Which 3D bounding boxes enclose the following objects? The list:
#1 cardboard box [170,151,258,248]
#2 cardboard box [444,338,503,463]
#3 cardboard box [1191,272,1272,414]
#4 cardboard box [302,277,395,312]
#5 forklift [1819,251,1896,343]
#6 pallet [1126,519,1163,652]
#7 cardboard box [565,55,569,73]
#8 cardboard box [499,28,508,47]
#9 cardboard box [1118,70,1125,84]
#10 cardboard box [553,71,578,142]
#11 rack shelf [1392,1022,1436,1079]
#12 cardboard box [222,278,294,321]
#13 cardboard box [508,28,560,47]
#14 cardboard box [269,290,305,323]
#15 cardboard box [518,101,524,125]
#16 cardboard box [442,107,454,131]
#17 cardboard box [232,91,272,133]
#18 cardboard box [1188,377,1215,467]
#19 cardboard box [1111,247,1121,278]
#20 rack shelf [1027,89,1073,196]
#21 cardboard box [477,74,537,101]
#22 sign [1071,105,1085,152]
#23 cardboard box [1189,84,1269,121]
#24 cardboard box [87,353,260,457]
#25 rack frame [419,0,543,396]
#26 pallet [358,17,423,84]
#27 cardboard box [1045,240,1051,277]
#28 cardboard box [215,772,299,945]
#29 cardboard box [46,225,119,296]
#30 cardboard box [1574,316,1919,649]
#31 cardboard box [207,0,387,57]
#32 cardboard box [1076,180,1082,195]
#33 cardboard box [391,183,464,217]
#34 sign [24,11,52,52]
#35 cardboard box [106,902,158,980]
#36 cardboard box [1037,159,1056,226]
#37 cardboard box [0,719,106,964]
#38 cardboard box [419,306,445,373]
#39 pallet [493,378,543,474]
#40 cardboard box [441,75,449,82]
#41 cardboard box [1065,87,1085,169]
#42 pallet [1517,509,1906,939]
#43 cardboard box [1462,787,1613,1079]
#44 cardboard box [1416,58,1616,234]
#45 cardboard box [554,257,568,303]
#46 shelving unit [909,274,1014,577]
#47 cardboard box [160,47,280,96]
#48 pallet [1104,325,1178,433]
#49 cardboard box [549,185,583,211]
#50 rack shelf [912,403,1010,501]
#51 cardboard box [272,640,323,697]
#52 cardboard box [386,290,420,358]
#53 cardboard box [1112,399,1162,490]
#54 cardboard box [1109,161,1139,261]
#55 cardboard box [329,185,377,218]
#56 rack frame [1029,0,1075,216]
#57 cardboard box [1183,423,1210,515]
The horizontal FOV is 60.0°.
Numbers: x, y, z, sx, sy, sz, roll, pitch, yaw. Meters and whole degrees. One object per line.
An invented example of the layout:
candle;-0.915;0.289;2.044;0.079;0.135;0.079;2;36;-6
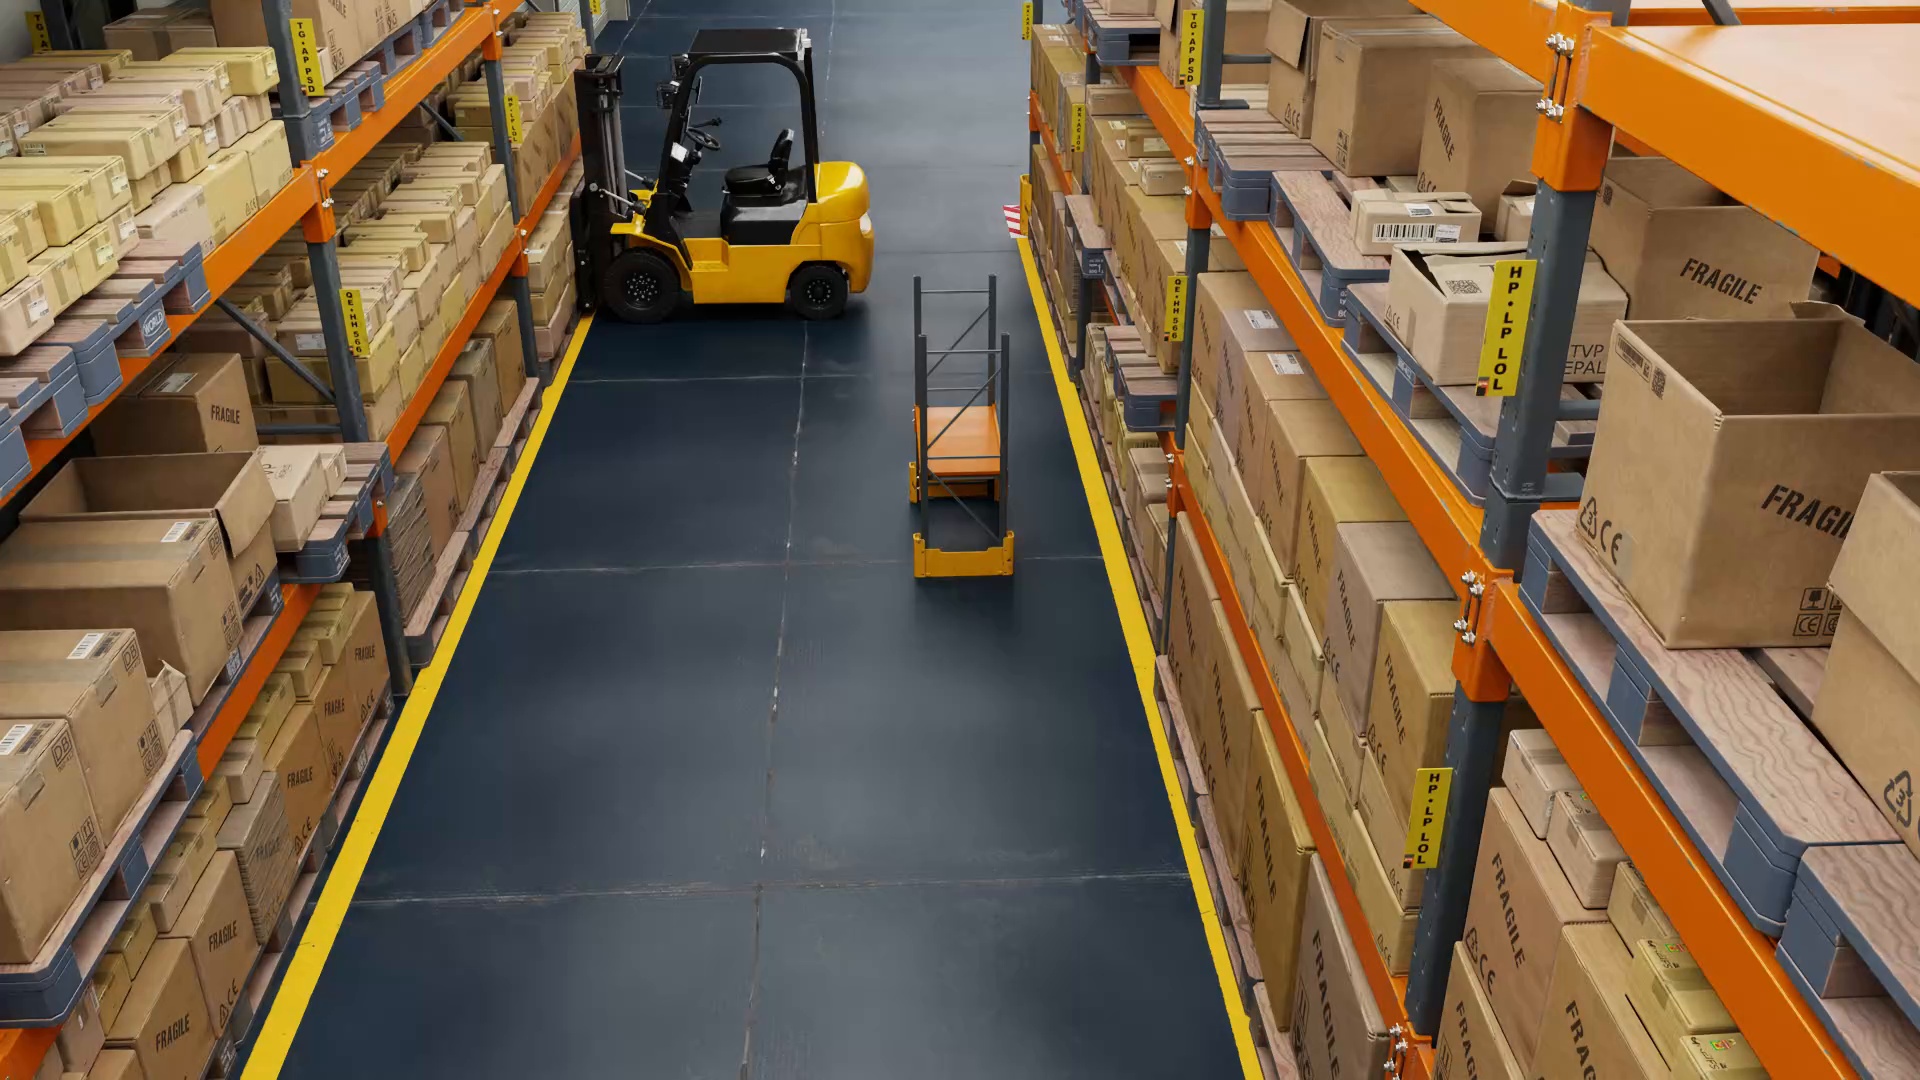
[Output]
cardboard box;-3.084;-1.324;6.462;0.500;0.250;0.500;-1;28;-2
cardboard box;-3.518;-0.905;10.855;0.875;0.625;0.625;-2;28;-3
cardboard box;1.358;-0.899;7.540;0.500;0.500;0.500;-2;28;-4
cardboard box;-3.157;-1.251;8.595;0.380;0.149;0.250;-1;28;-1
forklift;3.898;-0.768;8.553;1.130;2.935;3.031;1;28;2
pallet;1.537;0.231;9.580;1.003;0.211;1.213;-1;28;-3
cardboard box;-3.442;-3.921;13.714;0.380;0.149;0.250;-2;28;-4
cardboard box;-3.988;-4.163;13.858;0.380;0.149;0.250;-1;28;-2
cardboard box;1.556;-3.556;12.314;0.700;0.500;0.500;-1;28;-2
cardboard box;-3.465;-3.565;13.733;0.500;0.500;0.500;-2;28;-4
rack shelf;1.890;2.445;3.096;1.077;0.370;4.000;-1;28;-3
cardboard box;-3.677;-1.240;8.574;0.380;0.149;0.250;-1;28;-3
cardboard box;-3.545;-4.171;13.873;0.380;0.149;0.250;-1;28;-2
cardboard box;-3.710;-1.115;8.766;0.500;0.250;0.500;-1;28;-2
cardboard box;-3.399;-3.095;12.131;0.380;0.149;0.250;-1;28;-3
cardboard box;-3.915;-3.082;12.106;0.380;0.149;0.250;-1;28;-1
cardboard box;-3.121;-1.806;6.956;0.380;0.149;0.250;-1;28;-2
cardboard box;1.356;-0.560;7.702;0.500;0.250;0.500;-2;28;-3
cardboard box;1.121;-1.701;10.086;0.380;0.149;0.250;0;28;-1
rack shelf;1.263;-3.097;13.722;1.077;0.370;4.000;-1;28;-3
cardboard box;-3.346;-3.346;12.291;0.380;0.149;0.250;-1;28;-1
sign;0.826;-2.859;11.552;0.100;0.325;0.005;-1;28;-3
cardboard box;1.329;-2.118;8.096;0.380;0.149;0.250;-1;28;-3
cardboard box;-3.509;-0.512;7.426;0.500;0.500;0.500;0;28;0
rack frame;-3.589;-2.371;11.551;1.000;3.000;0.127;-1;28;-3
pallet;-3.566;-2.597;8.946;1.003;0.211;1.213;0;28;0
cardboard box;0.985;-2.440;14.203;0.500;0.250;0.500;0;28;1
cardboard box;-3.052;1.301;6.760;0.500;0.500;0.500;-2;28;-4
cardboard box;-2.850;-0.862;5.125;0.380;0.149;0.250;-1;28;-1
cardboard box;1.606;-0.126;3.333;0.500;0.500;0.500;-1;28;-2
cardboard box;-3.301;-2.699;8.267;0.700;0.500;0.500;-2;28;-4
cardboard box;1.047;-2.522;12.113;0.380;0.149;0.250;-2;28;-3
cardboard box;-3.260;-2.076;10.178;0.380;0.149;0.250;-2;28;-4
sign;-3.935;-2.108;7.160;0.100;0.325;0.005;-1;28;-3
cardboard box;-3.069;1.416;5.839;0.380;0.149;0.250;-2;28;-4
cardboard box;0.958;-3.007;14.481;0.500;0.500;0.500;-2;28;-5
cardboard box;-2.973;0.865;4.786;0.700;0.500;0.500;-1;28;-1
cardboard box;-3.214;-1.138;9.350;0.500;0.250;0.500;-2;28;-4
pallet;-3.512;-0.795;11.546;1.003;0.211;1.213;-1;28;-3
cardboard box;-3.982;-3.327;12.255;0.380;0.149;0.250;-2;28;-4
cardboard box;1.062;-3.105;12.530;0.500;0.500;0.500;0;28;-1
pallet;1.818;0.290;3.303;1.003;0.211;1.213;-1;28;-3
cardboard box;1.568;0.940;4.014;0.500;0.500;0.500;-1;28;-2
cardboard box;1.958;-1.398;5.882;0.500;0.500;0.500;-1;28;-2
cardboard box;-3.334;-2.023;12.863;0.500;0.250;0.500;-2;28;-3
shelving unit;-0.004;-0.700;9.971;0.587;1.500;1.083;-1;28;-3
cardboard box;-3.067;-1.944;6.899;0.380;0.149;0.250;-1;28;-1
pallet;1.433;-0.886;8.913;1.213;0.211;1.003;-1;28;-3
cardboard box;-3.375;-2.720;13.660;0.500;0.250;0.500;-2;28;-4
rack shelf;-0.004;-0.545;10.062;0.538;0.185;1.000;-1;28;-3
cardboard box;-3.086;0.581;7.440;0.380;0.149;0.250;-2;28;-4
cardboard box;-3.184;-1.121;8.776;0.500;0.250;0.500;-1;28;-1
cardboard box;1.477;-0.618;10.579;0.950;0.372;0.625;0;28;-1
cardboard box;1.182;-1.934;9.831;0.500;0.500;0.500;-2;28;-5
cardboard box;-3.789;-2.061;10.149;0.380;0.149;0.250;-1;28;-3
rack frame;1.159;-4.339;15.326;1.000;3.000;0.127;-1;28;-3
cardboard box;1.351;-0.346;7.832;0.500;0.250;0.500;-2;28;-4
